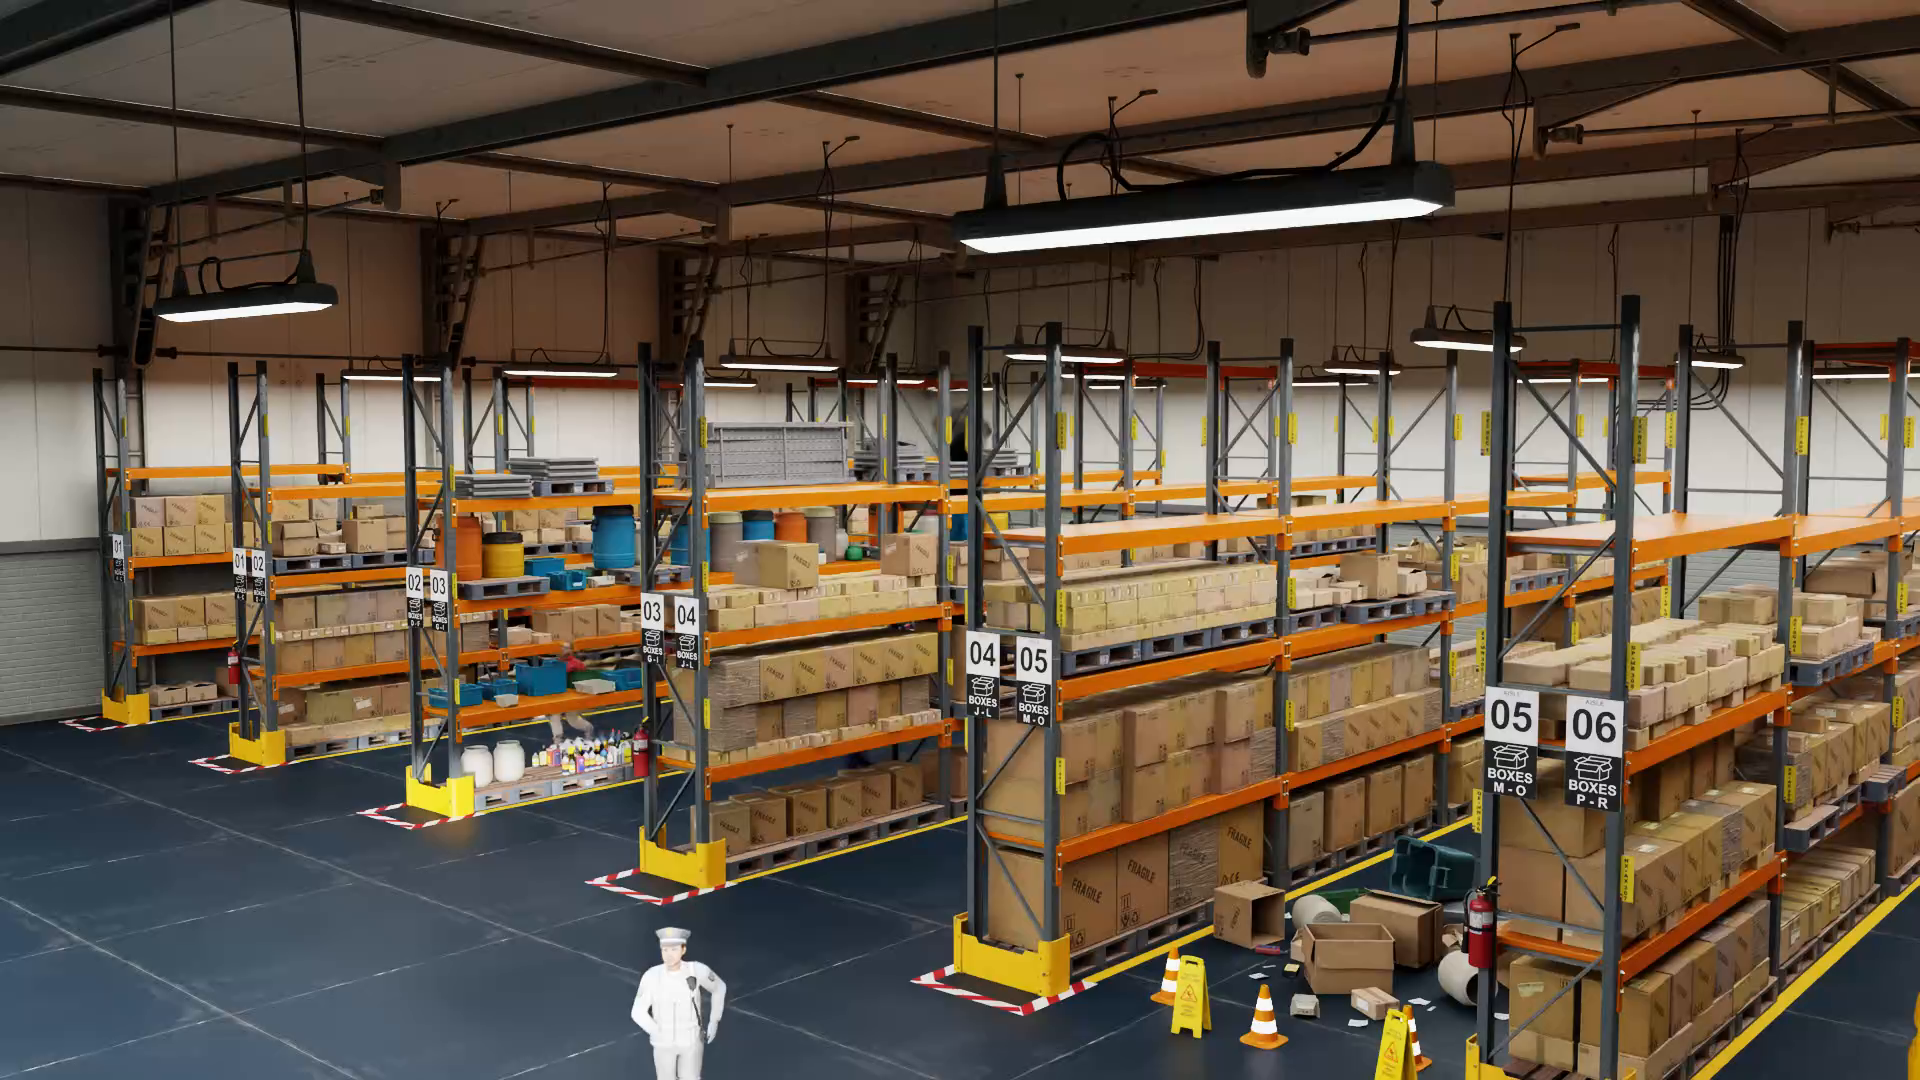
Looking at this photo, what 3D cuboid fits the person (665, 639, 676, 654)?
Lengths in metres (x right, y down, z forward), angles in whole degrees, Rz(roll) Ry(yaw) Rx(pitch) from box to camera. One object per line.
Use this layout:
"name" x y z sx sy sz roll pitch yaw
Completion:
"person" -5.720 1.877 33.551 0.580 1.660 0.557 3 5 33

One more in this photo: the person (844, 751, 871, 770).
"person" -1.486 2.611 23.116 0.602 1.645 0.913 3 5 38

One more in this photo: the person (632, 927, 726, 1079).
"person" -1.942 3.493 11.448 0.616 1.716 0.683 0 4 0

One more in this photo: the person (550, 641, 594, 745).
"person" -6.092 2.420 25.785 0.676 1.687 0.842 2 5 28
